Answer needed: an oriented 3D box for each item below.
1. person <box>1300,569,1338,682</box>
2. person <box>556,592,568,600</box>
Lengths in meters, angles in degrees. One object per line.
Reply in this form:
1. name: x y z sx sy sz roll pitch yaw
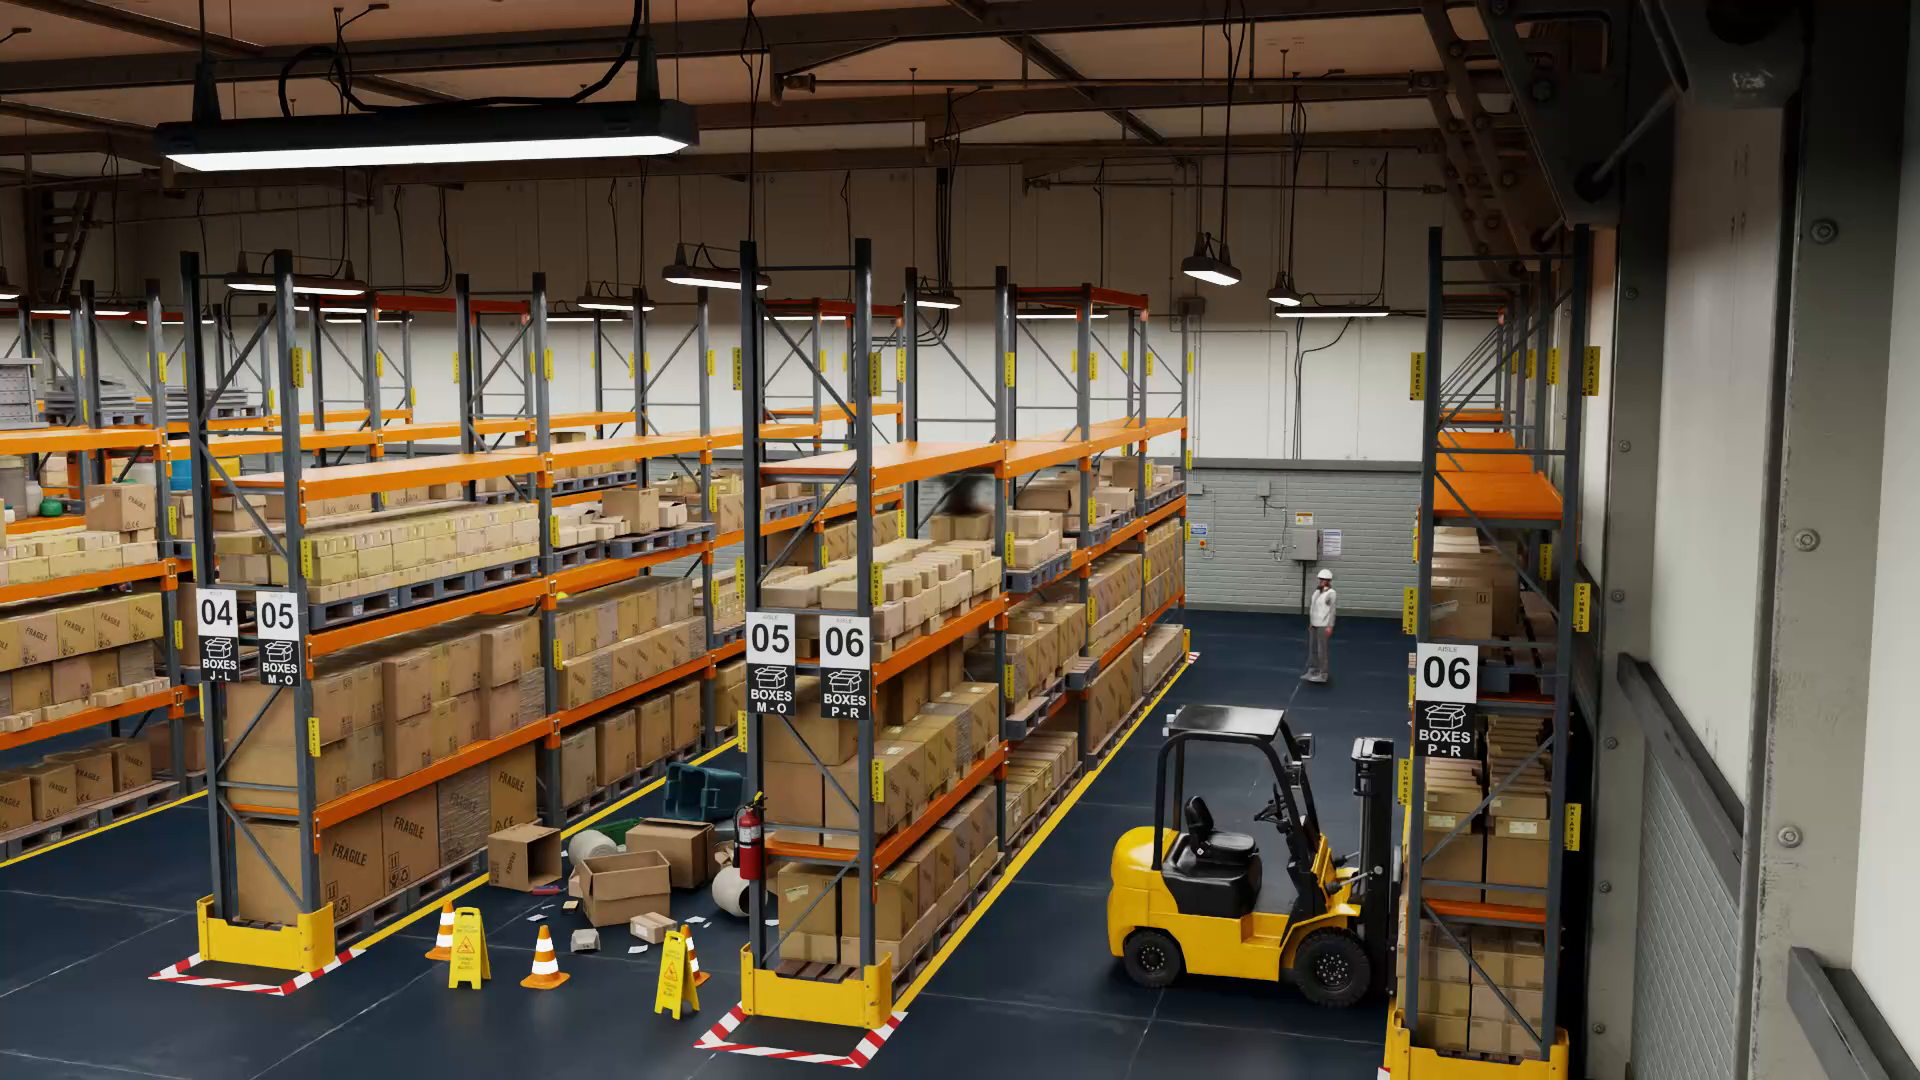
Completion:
1. person: 5.689 1.360 26.275 0.483 1.799 0.567 -1 6 -6
2. person: -5.642 1.593 23.848 0.502 1.703 0.599 3 7 23
